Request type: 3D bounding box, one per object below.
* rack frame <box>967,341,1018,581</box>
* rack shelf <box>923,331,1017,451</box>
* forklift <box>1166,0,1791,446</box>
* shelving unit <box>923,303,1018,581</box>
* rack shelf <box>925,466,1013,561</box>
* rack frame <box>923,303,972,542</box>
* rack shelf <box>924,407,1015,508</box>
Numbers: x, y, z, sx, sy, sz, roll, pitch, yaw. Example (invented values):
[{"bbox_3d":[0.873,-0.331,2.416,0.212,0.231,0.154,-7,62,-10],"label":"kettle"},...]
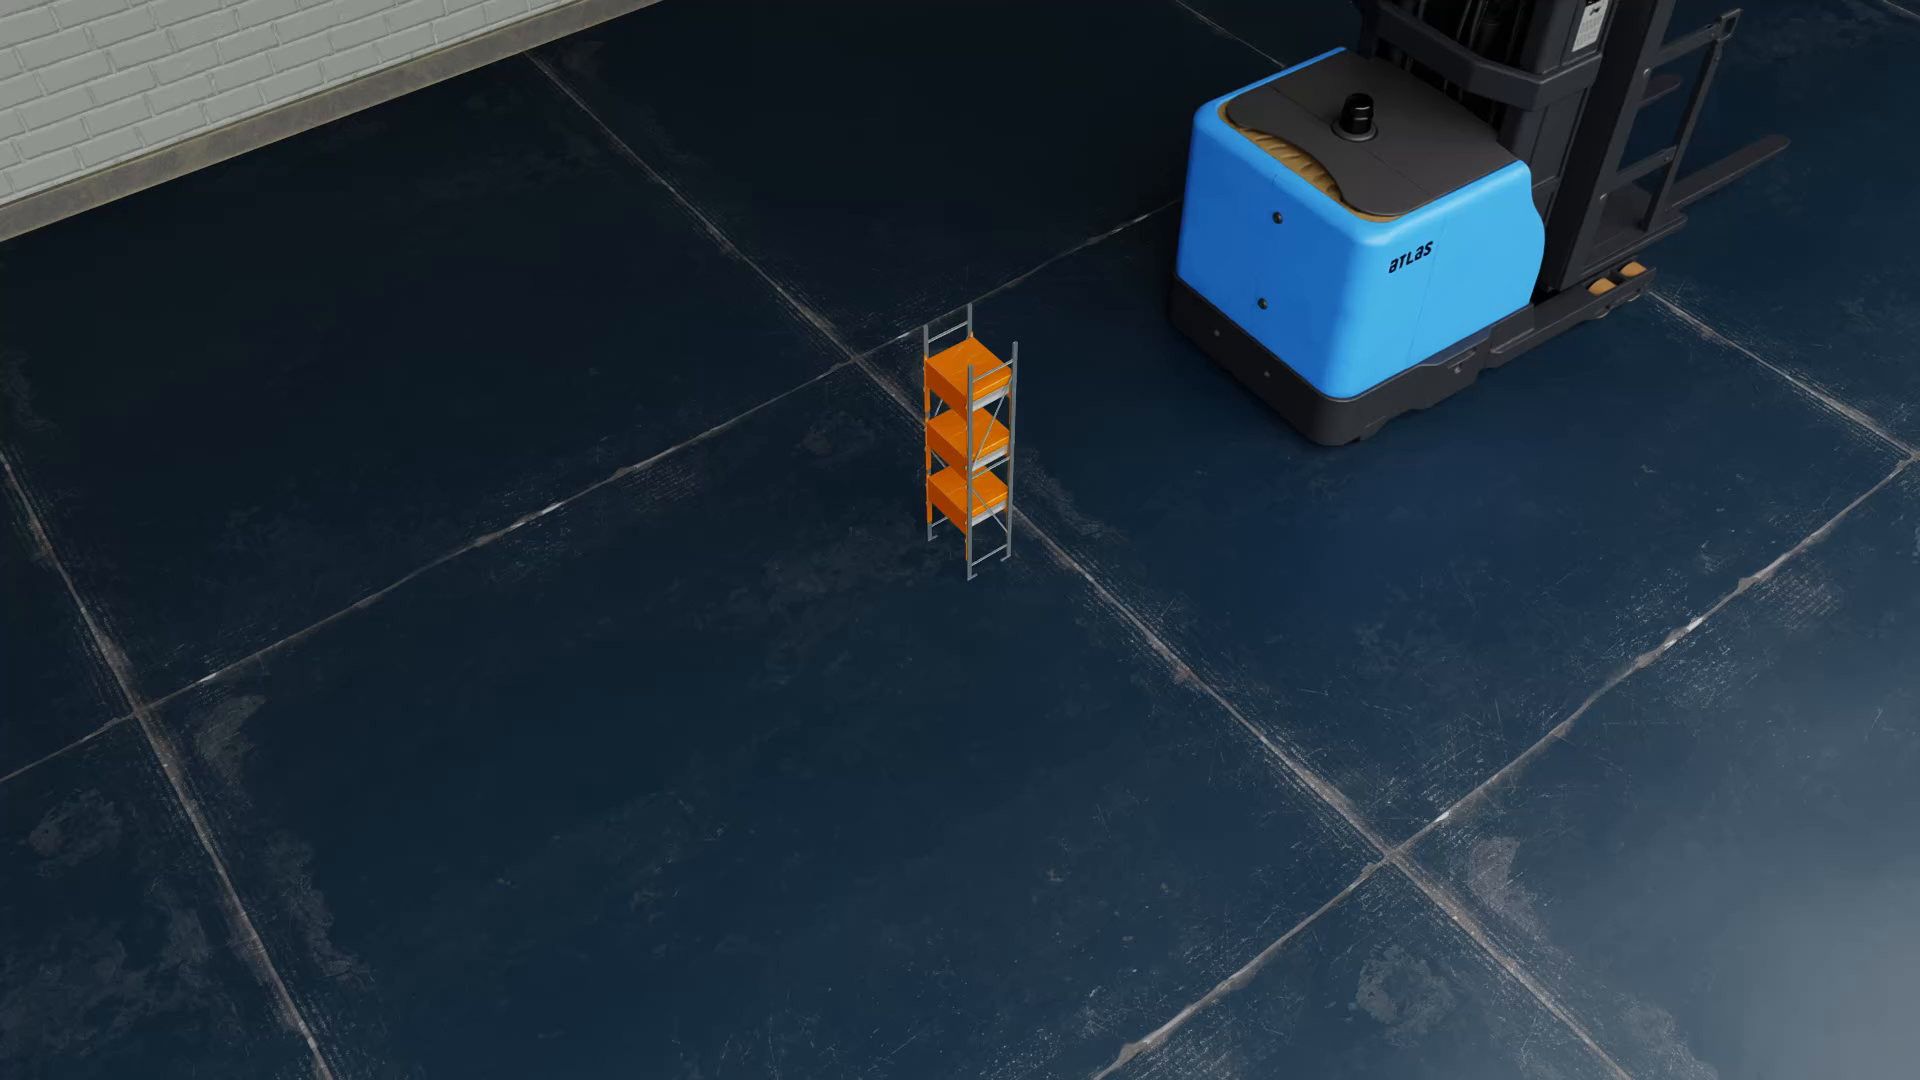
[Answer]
[{"bbox_3d":[0.106,-0.249,5.767,0.200,1.050,0.008,-29,54,-24],"label":"rack frame"},{"bbox_3d":[0.032,-0.505,5.630,0.215,0.259,0.240,-29,54,-24],"label":"rack shelf"},{"bbox_3d":[2.371,-2.229,6.292,3.031,2.935,1.130,-27,53,-23],"label":"forklift"},{"bbox_3d":[0.032,-0.321,5.832,0.215,1.050,0.252,-29,54,-24],"label":"shelving unit"},{"bbox_3d":[0.032,-0.127,6.046,0.215,0.259,0.240,-29,54,-24],"label":"rack shelf"},{"bbox_3d":[-0.041,-0.393,5.898,0.200,1.050,0.008,-29,54,-24],"label":"rack frame"},{"bbox_3d":[0.032,-0.314,5.840,0.215,0.259,0.240,-29,54,-24],"label":"rack shelf"}]
